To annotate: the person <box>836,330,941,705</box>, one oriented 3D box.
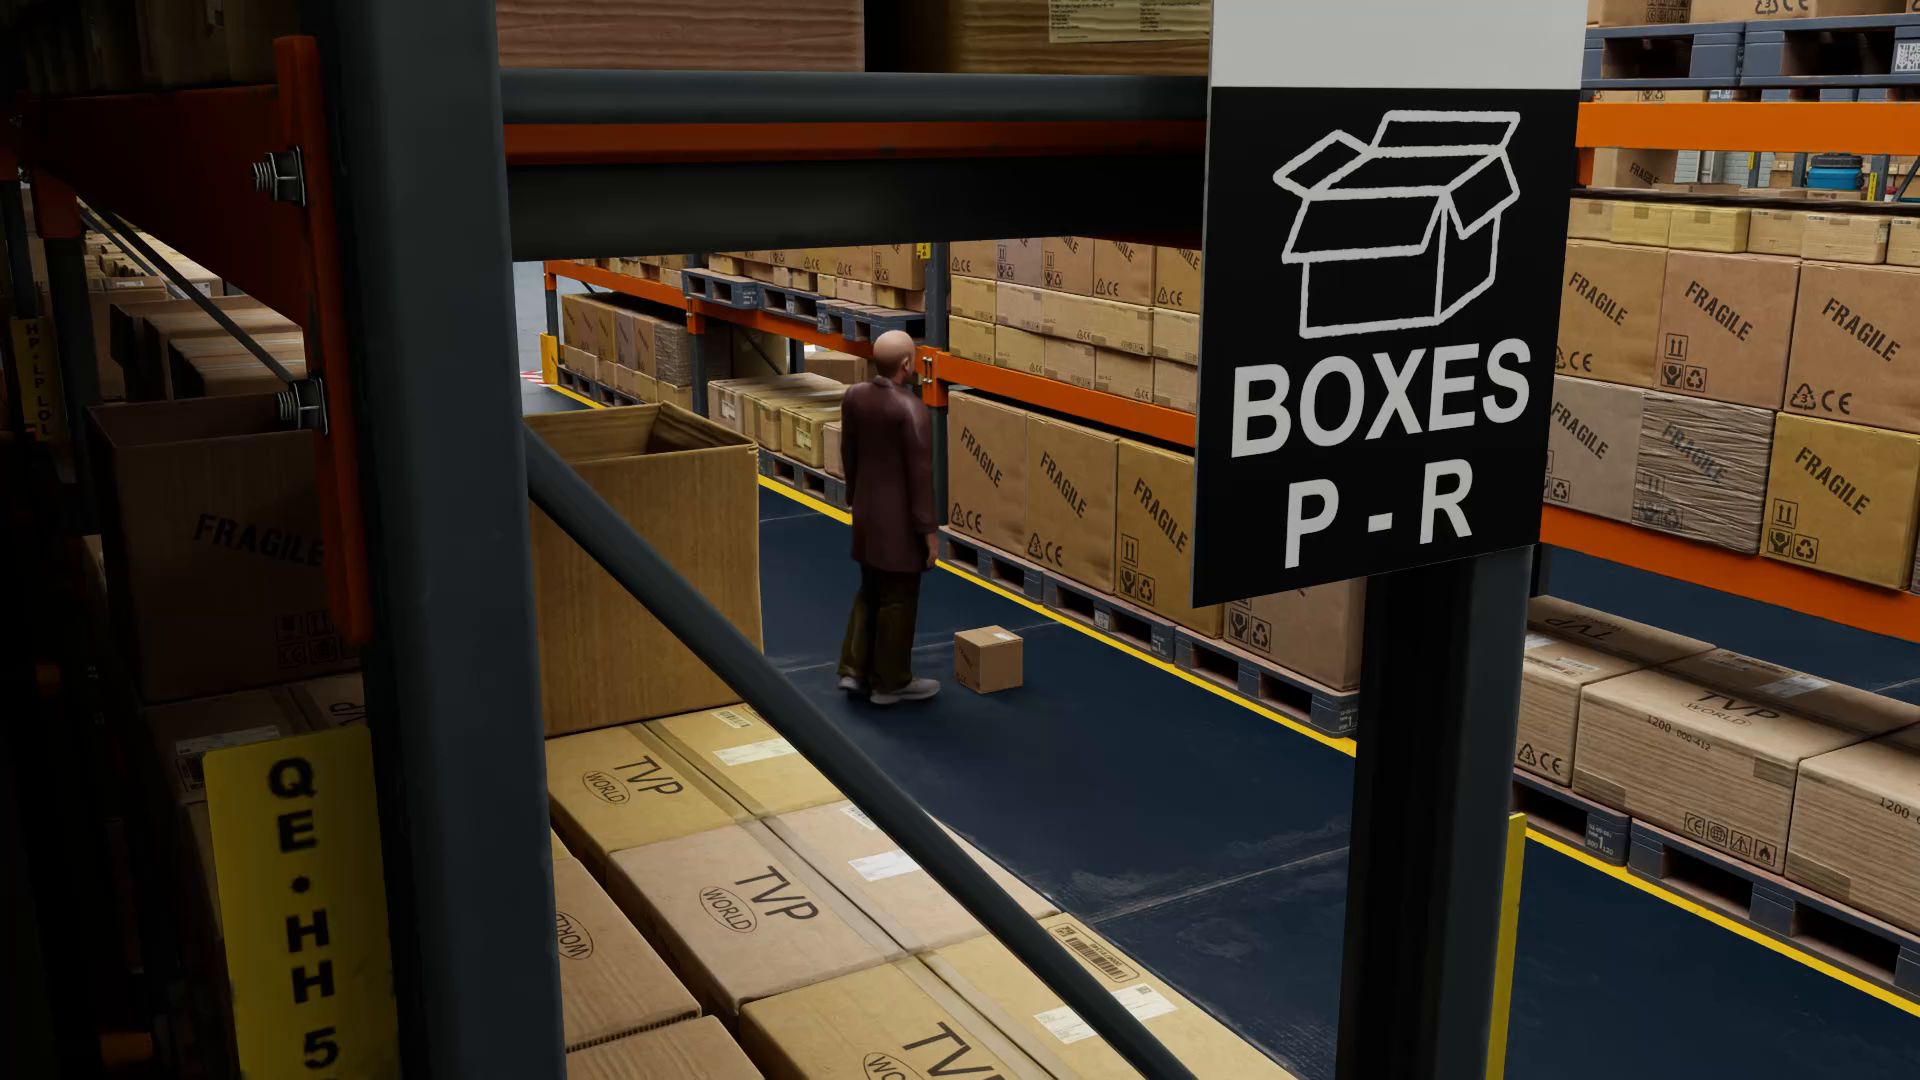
[{"bbox_3d":[-0.327,-0.026,7.812,0.459,1.740,0.634,-12,19,-40],"label":"person"}]
